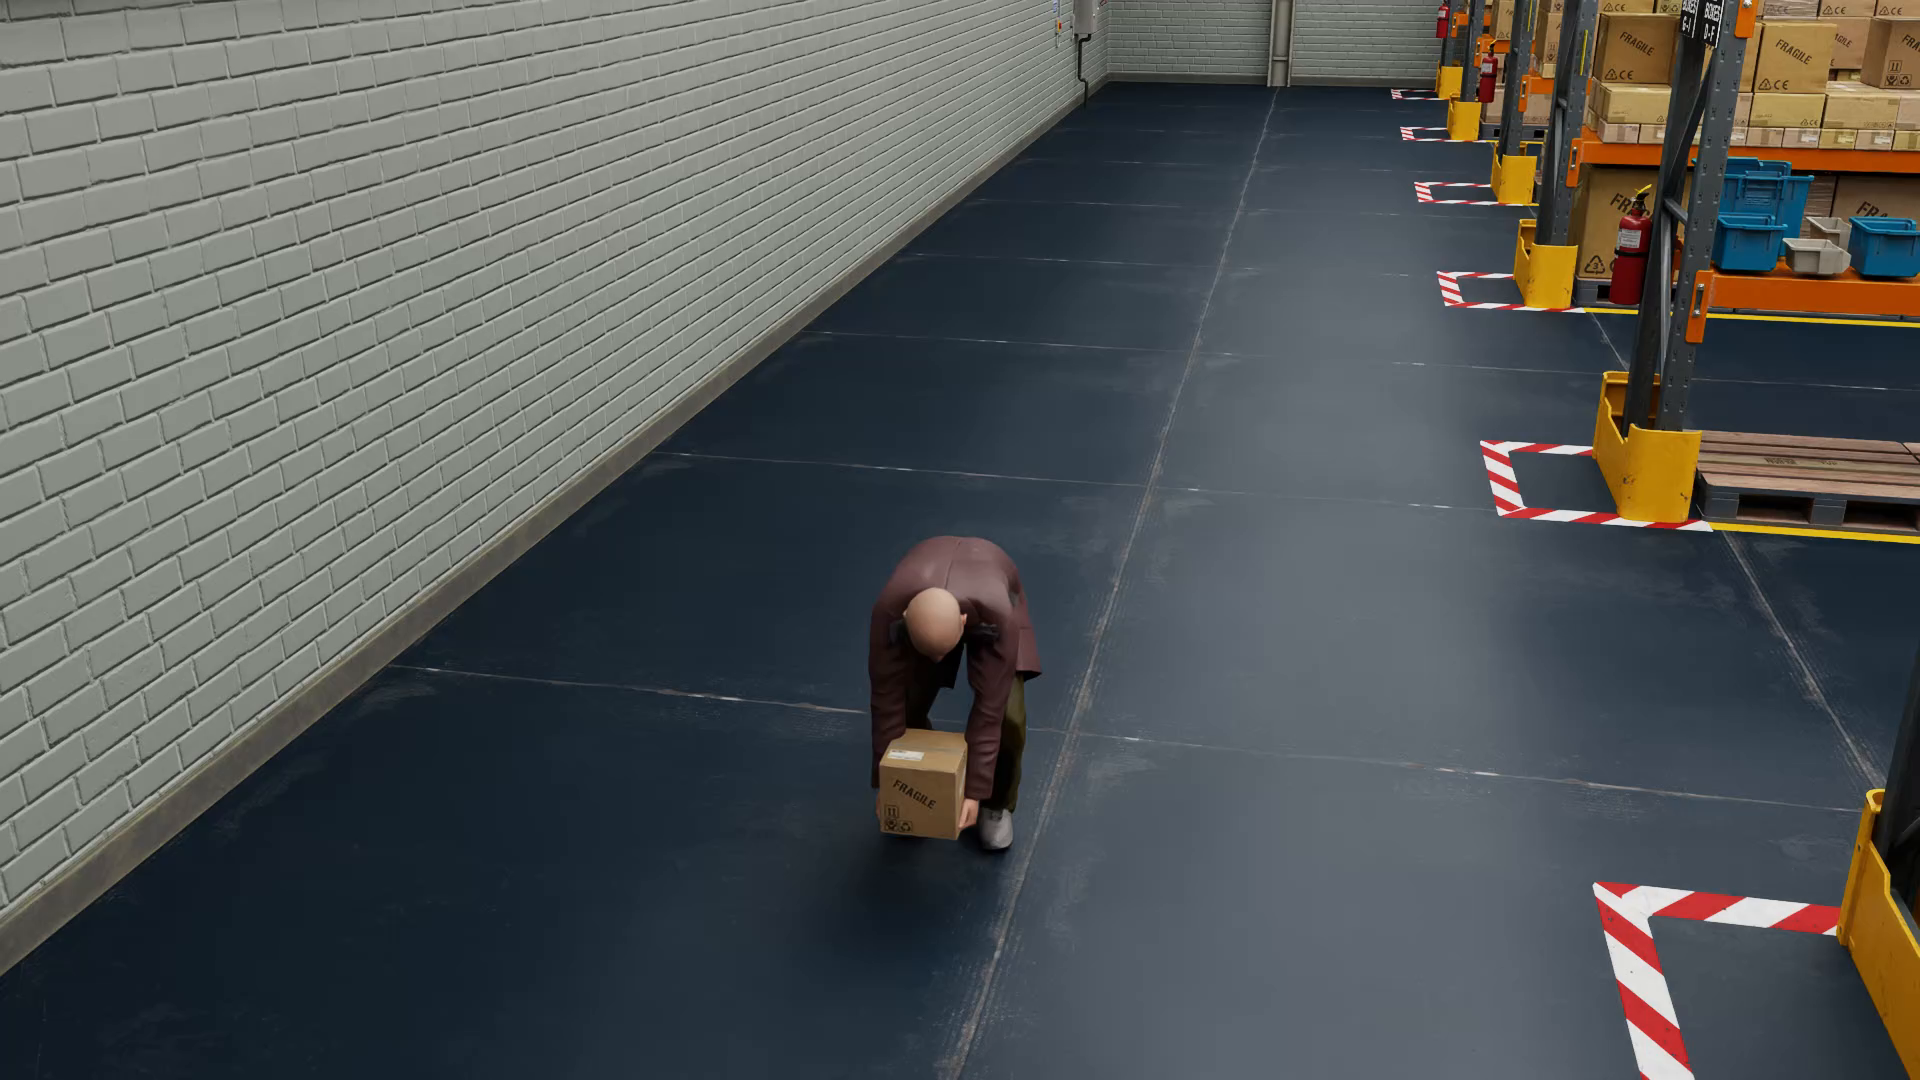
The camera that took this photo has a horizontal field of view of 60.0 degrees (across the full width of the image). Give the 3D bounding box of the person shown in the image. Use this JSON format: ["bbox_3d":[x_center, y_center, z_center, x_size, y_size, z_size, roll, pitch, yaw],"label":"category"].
[{"bbox_3d":[-0.034,0.550,5.572,0.586,1.138,0.937,3,21,8],"label":"person"}]
